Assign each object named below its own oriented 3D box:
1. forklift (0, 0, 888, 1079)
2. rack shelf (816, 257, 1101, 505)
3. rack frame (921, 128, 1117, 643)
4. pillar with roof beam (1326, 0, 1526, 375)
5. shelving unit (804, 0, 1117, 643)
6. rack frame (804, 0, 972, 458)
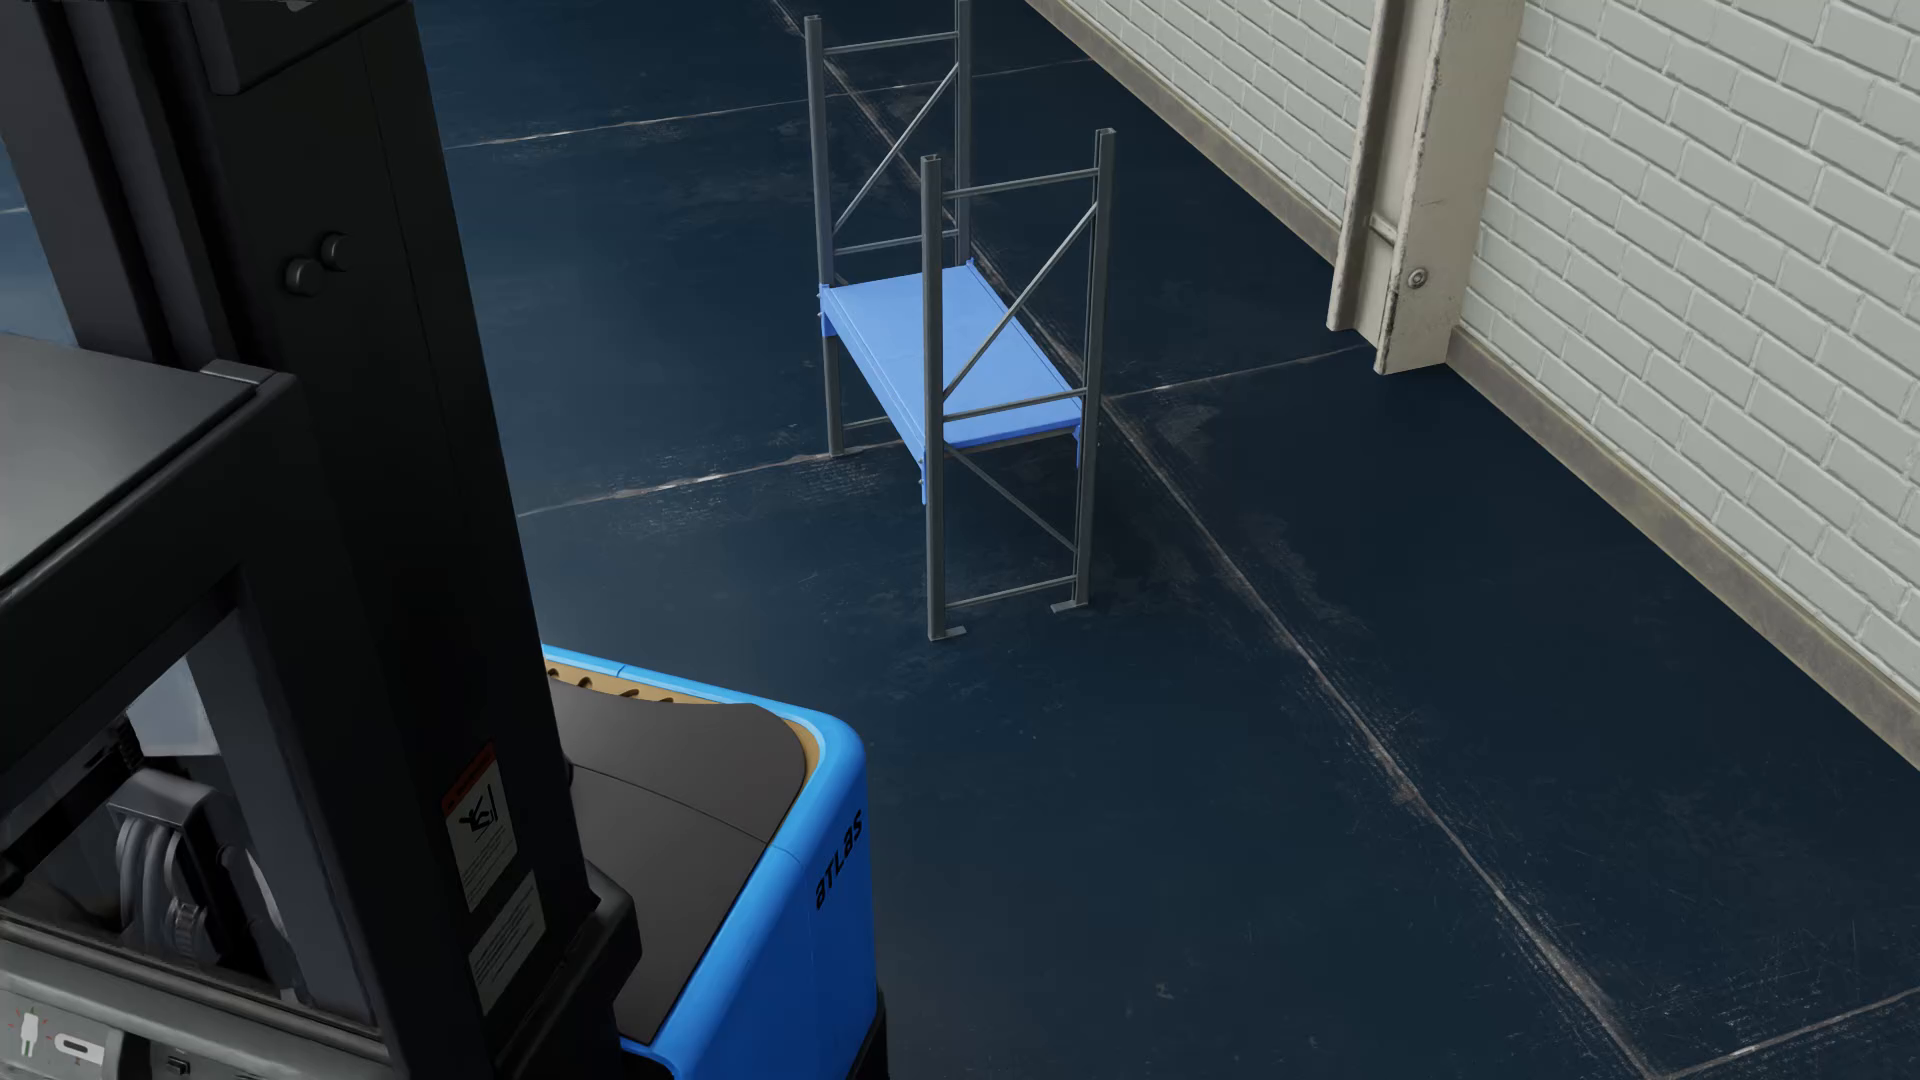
[{"bbox_3d":[-1.122,0.758,1.807,1.130,2.935,3.031,12,39,15],"label":"forklift"},{"bbox_3d":[-0.029,-0.504,4.971,0.538,0.185,1.000,-12,39,-16],"label":"rack shelf"},{"bbox_3d":[0.146,-0.360,4.481,0.500,1.500,0.032,-12,39,-16],"label":"rack frame"},{"bbox_3d":[-2.437,-3.445,2.344,9.100,9.000,0.400,-12,39,-16],"label":"pillar with roof beam"},{"bbox_3d":[-0.029,-0.647,4.863,0.538,1.500,1.048,-12,39,-16],"label":"shelving unit"},{"bbox_3d":[-0.204,-0.934,5.244,0.500,1.500,0.032,-12,39,-16],"label":"rack frame"}]
